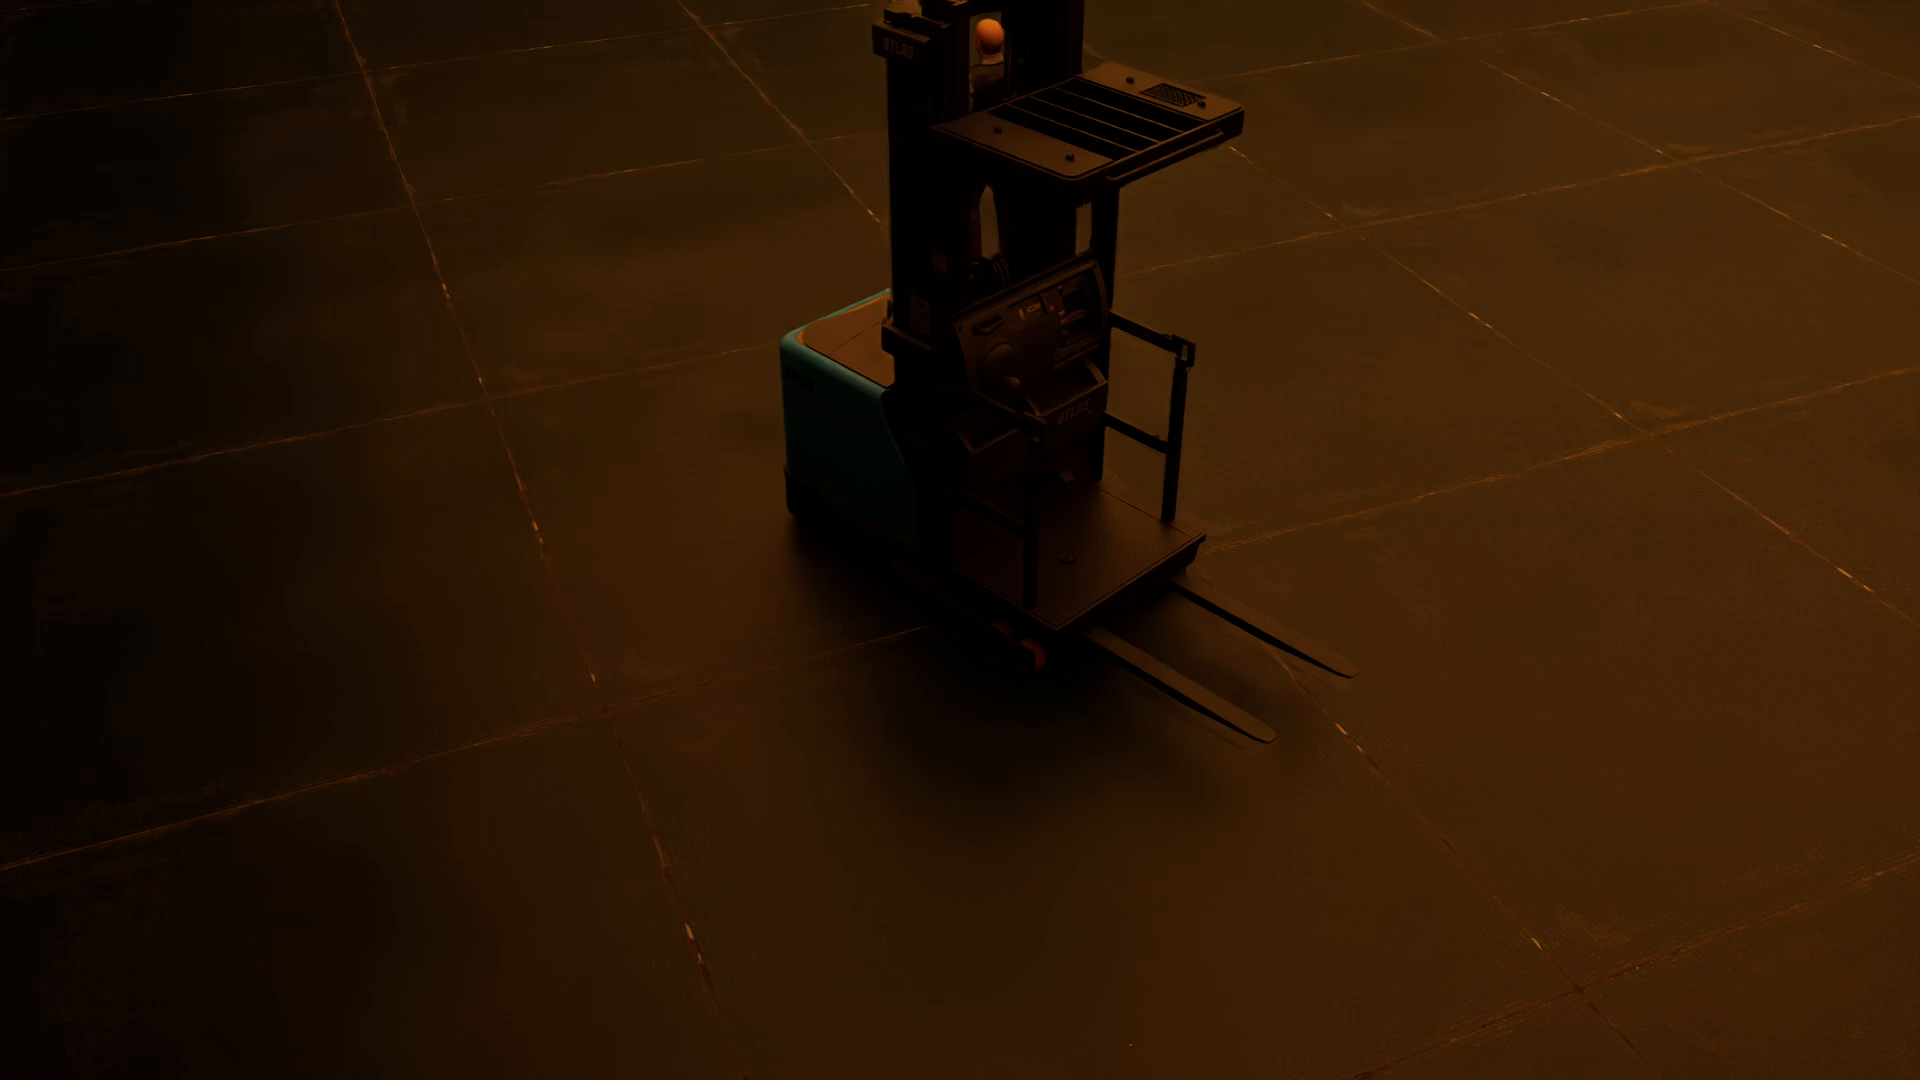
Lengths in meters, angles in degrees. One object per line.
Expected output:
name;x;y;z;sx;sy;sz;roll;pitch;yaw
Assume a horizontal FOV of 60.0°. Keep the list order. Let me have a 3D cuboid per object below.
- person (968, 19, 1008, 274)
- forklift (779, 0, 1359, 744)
person;0.178;-2.500;10.679;0.615;1.742;0.498;-13;37;-18
forklift;0.481;-0.913;7.382;1.130;2.935;3.031;-30;45;-35
